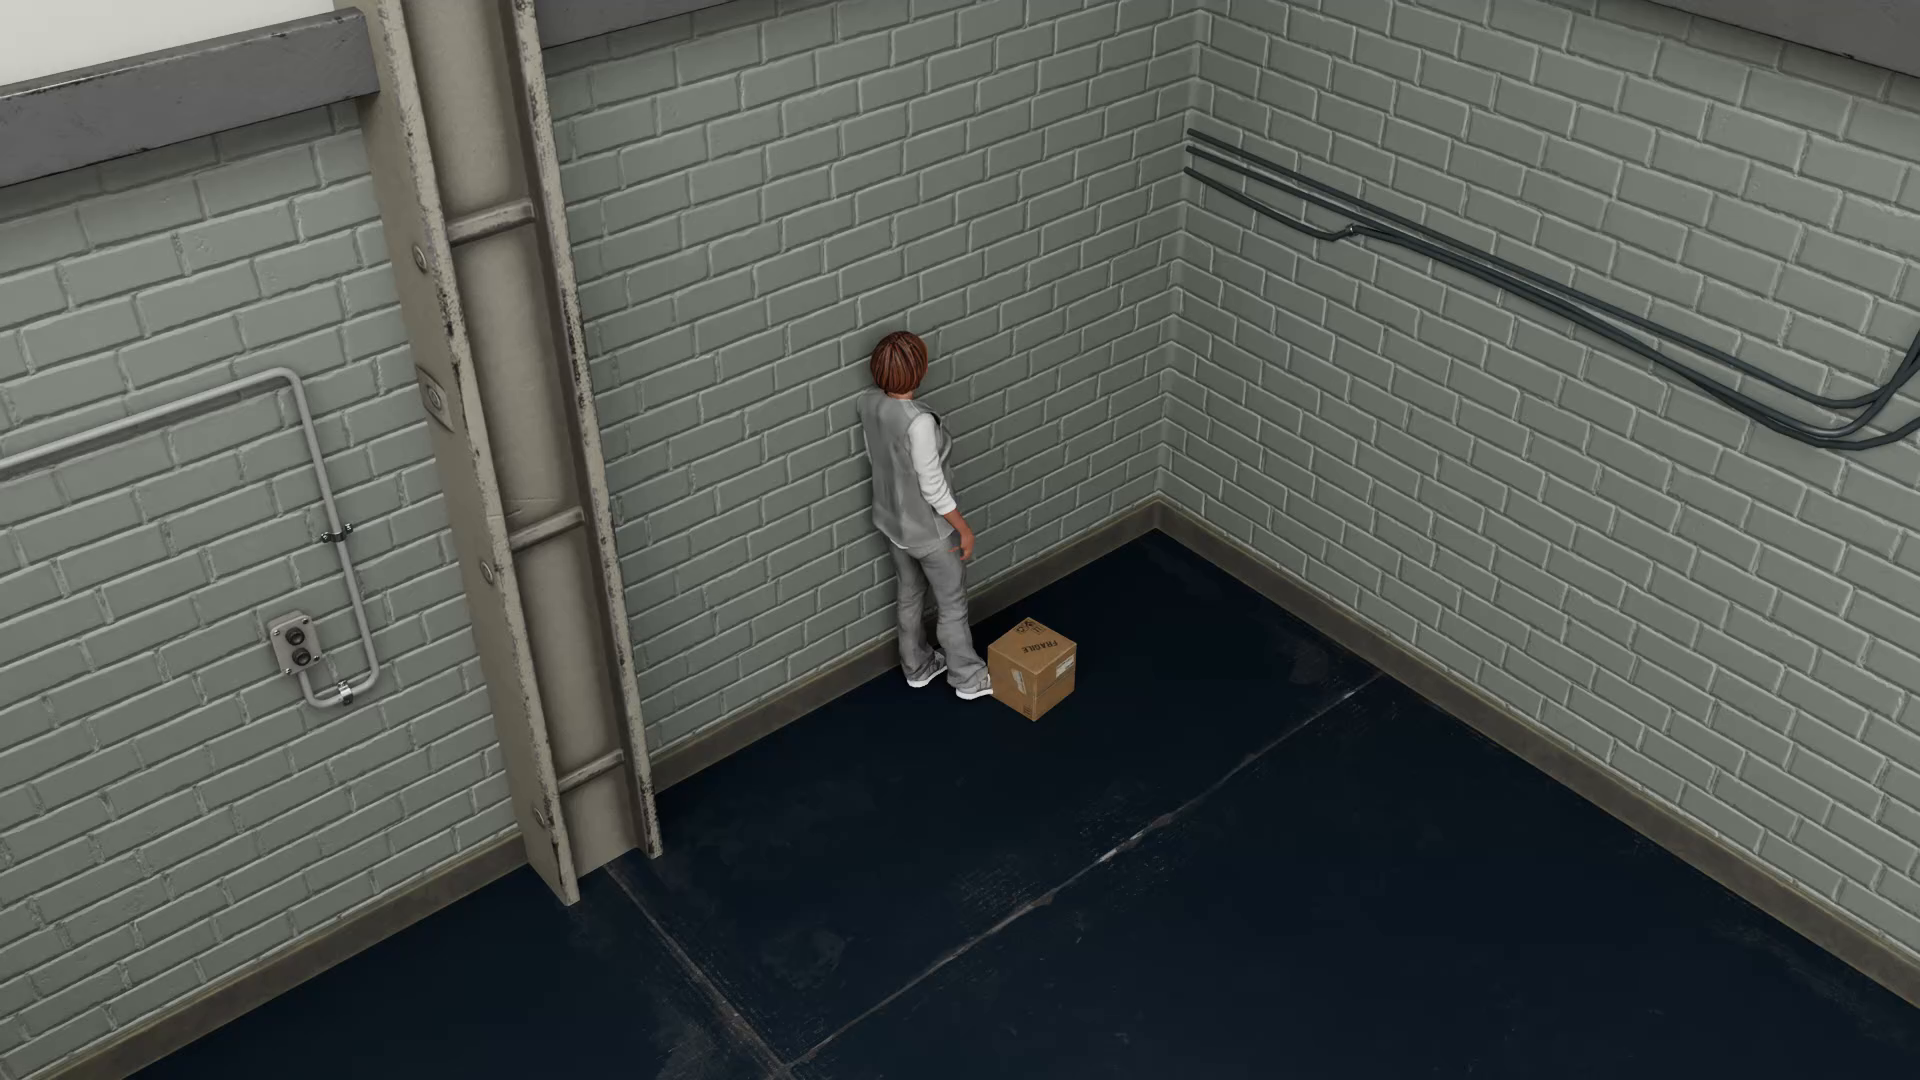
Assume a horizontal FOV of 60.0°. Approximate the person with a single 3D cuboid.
[{"bbox_3d":[-0.096,-0.091,6.269,0.472,1.592,0.520,-27,44,-31],"label":"person"}]
